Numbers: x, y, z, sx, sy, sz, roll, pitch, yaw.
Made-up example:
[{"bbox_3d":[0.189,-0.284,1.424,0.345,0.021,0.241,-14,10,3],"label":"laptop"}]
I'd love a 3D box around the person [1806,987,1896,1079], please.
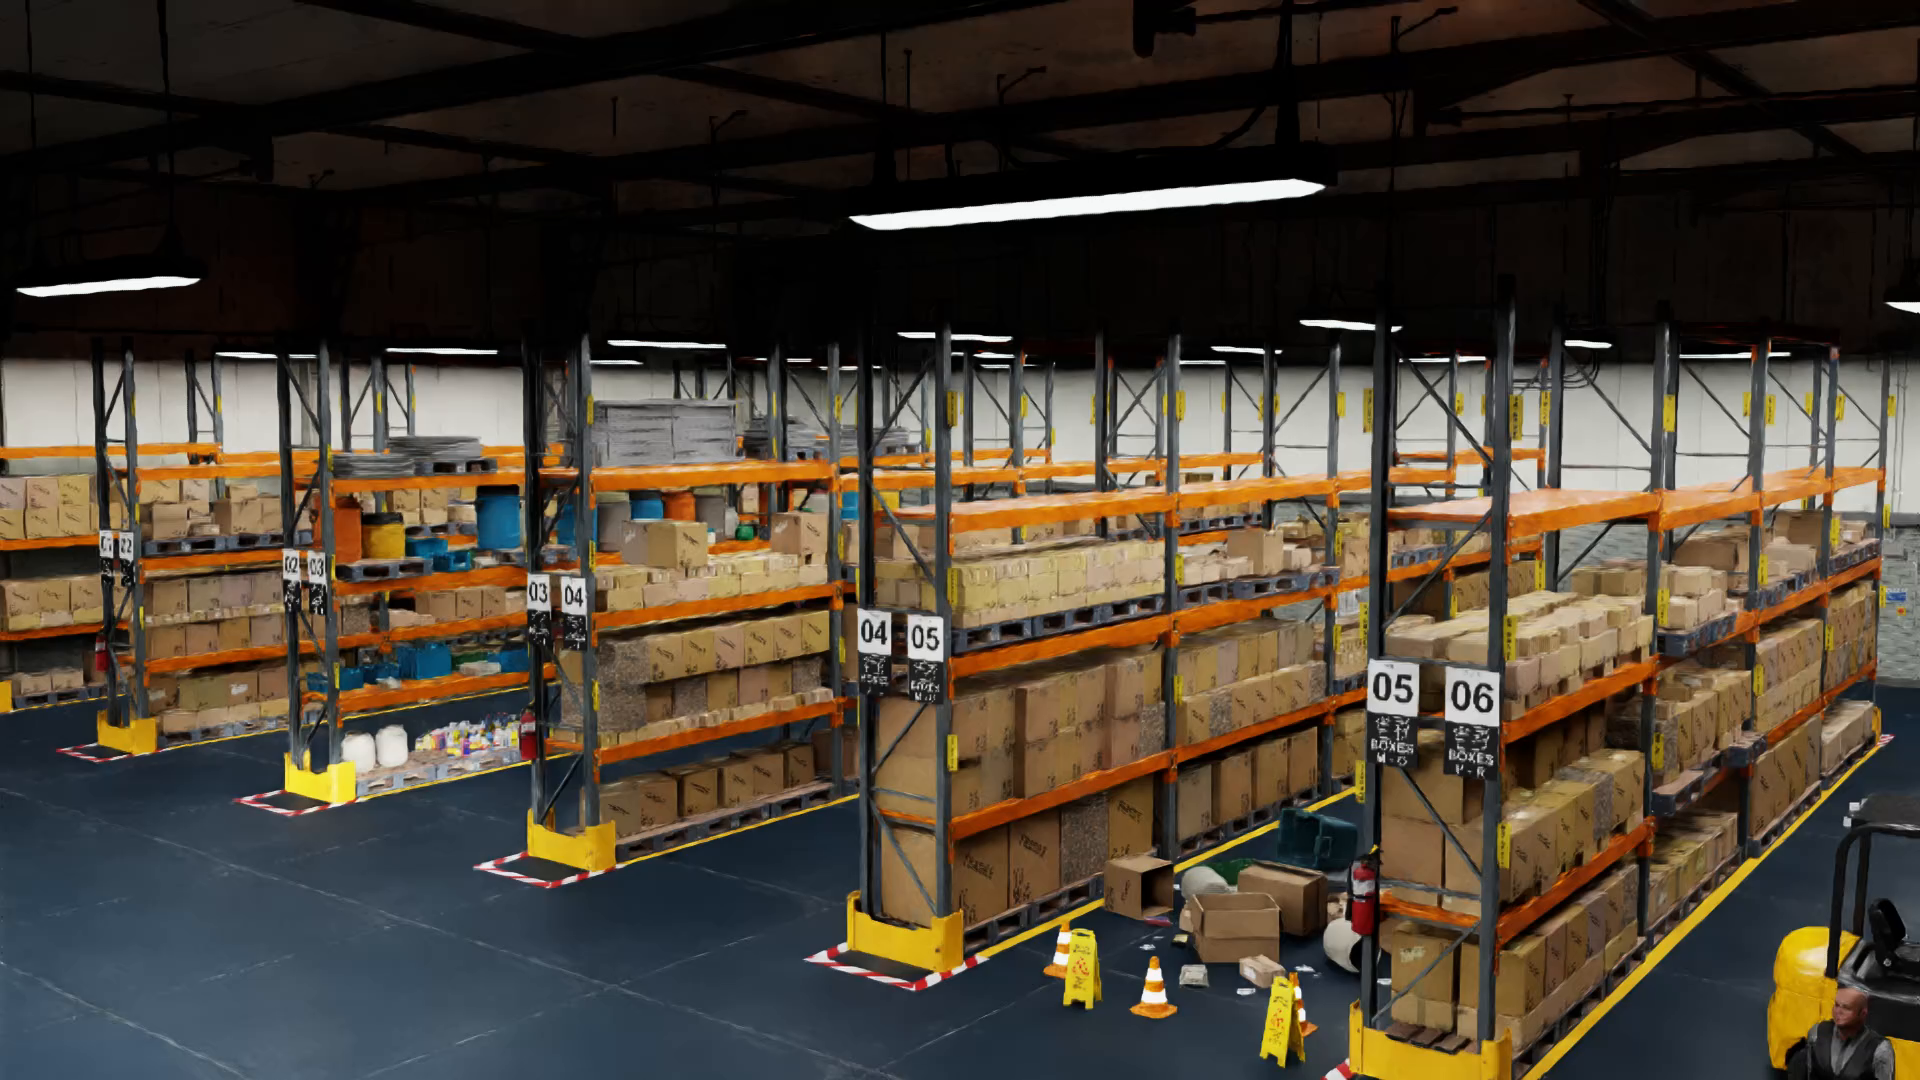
[{"bbox_3d":[5.270,3.470,9.881,1.031,1.662,0.539,-5,7,-43],"label":"person"}]

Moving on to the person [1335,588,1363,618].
[{"bbox_3d":[7.562,1.459,32.466,0.528,1.714,1.029,3,6,29],"label":"person"}]
